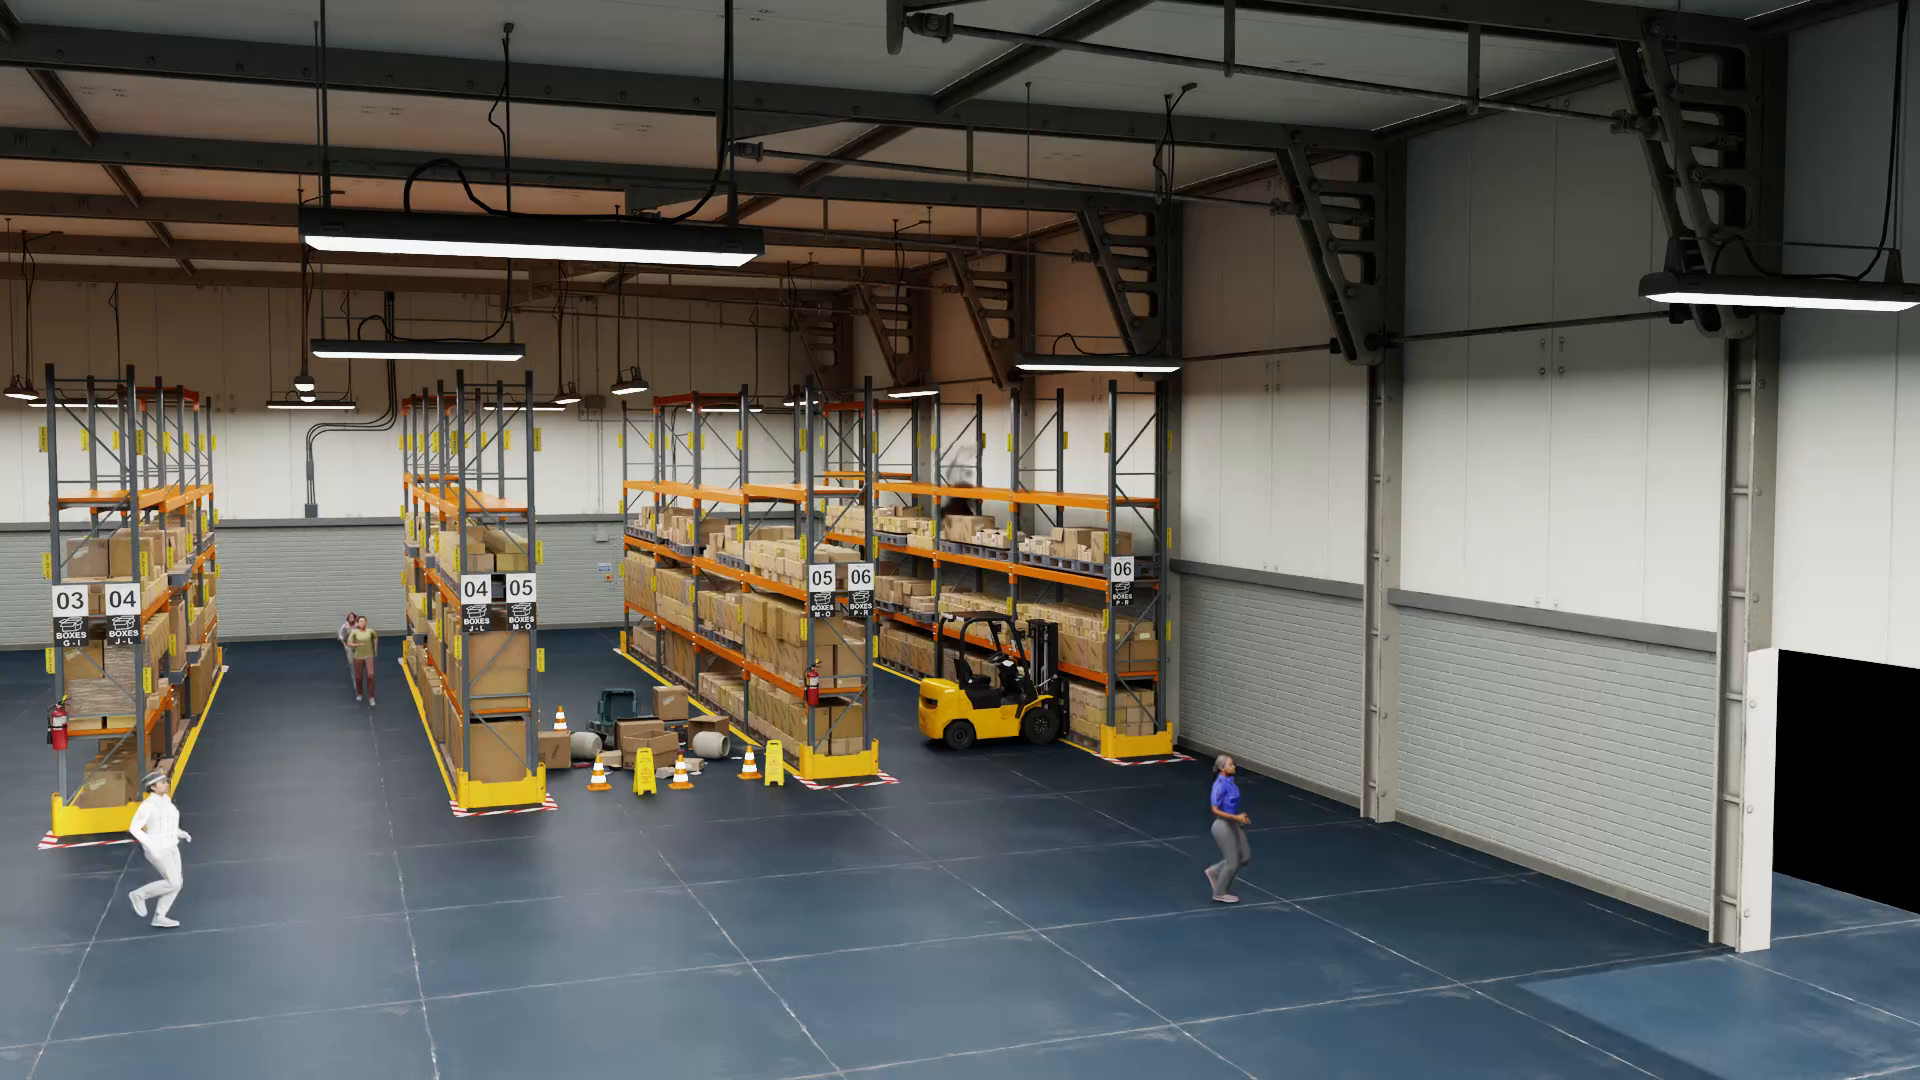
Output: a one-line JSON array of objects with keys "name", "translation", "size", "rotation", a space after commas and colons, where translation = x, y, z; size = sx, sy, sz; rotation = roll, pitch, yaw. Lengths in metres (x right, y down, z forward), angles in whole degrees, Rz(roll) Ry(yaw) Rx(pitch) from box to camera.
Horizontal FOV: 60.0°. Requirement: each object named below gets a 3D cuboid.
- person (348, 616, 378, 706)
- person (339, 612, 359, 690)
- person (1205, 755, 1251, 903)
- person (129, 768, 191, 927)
[{"name": "person", "translation": [-11.427, 2.306, 31.845], "size": [0.565, 1.734, 0.748], "rotation": [-2, 4, -25]}, {"name": "person", "translation": [-12.429, 2.250, 34.058], "size": [0.538, 1.586, 0.889], "rotation": [-1, 4, -24]}, {"name": "person", "translation": [2.926, 3.136, 18.093], "size": [0.572, 1.608, 0.571], "rotation": [2, 4, 26]}, {"name": "person", "translation": [-8.257, 3.178, 17.172], "size": [0.552, 1.644, 0.614], "rotation": [0, 3, 3]}]
